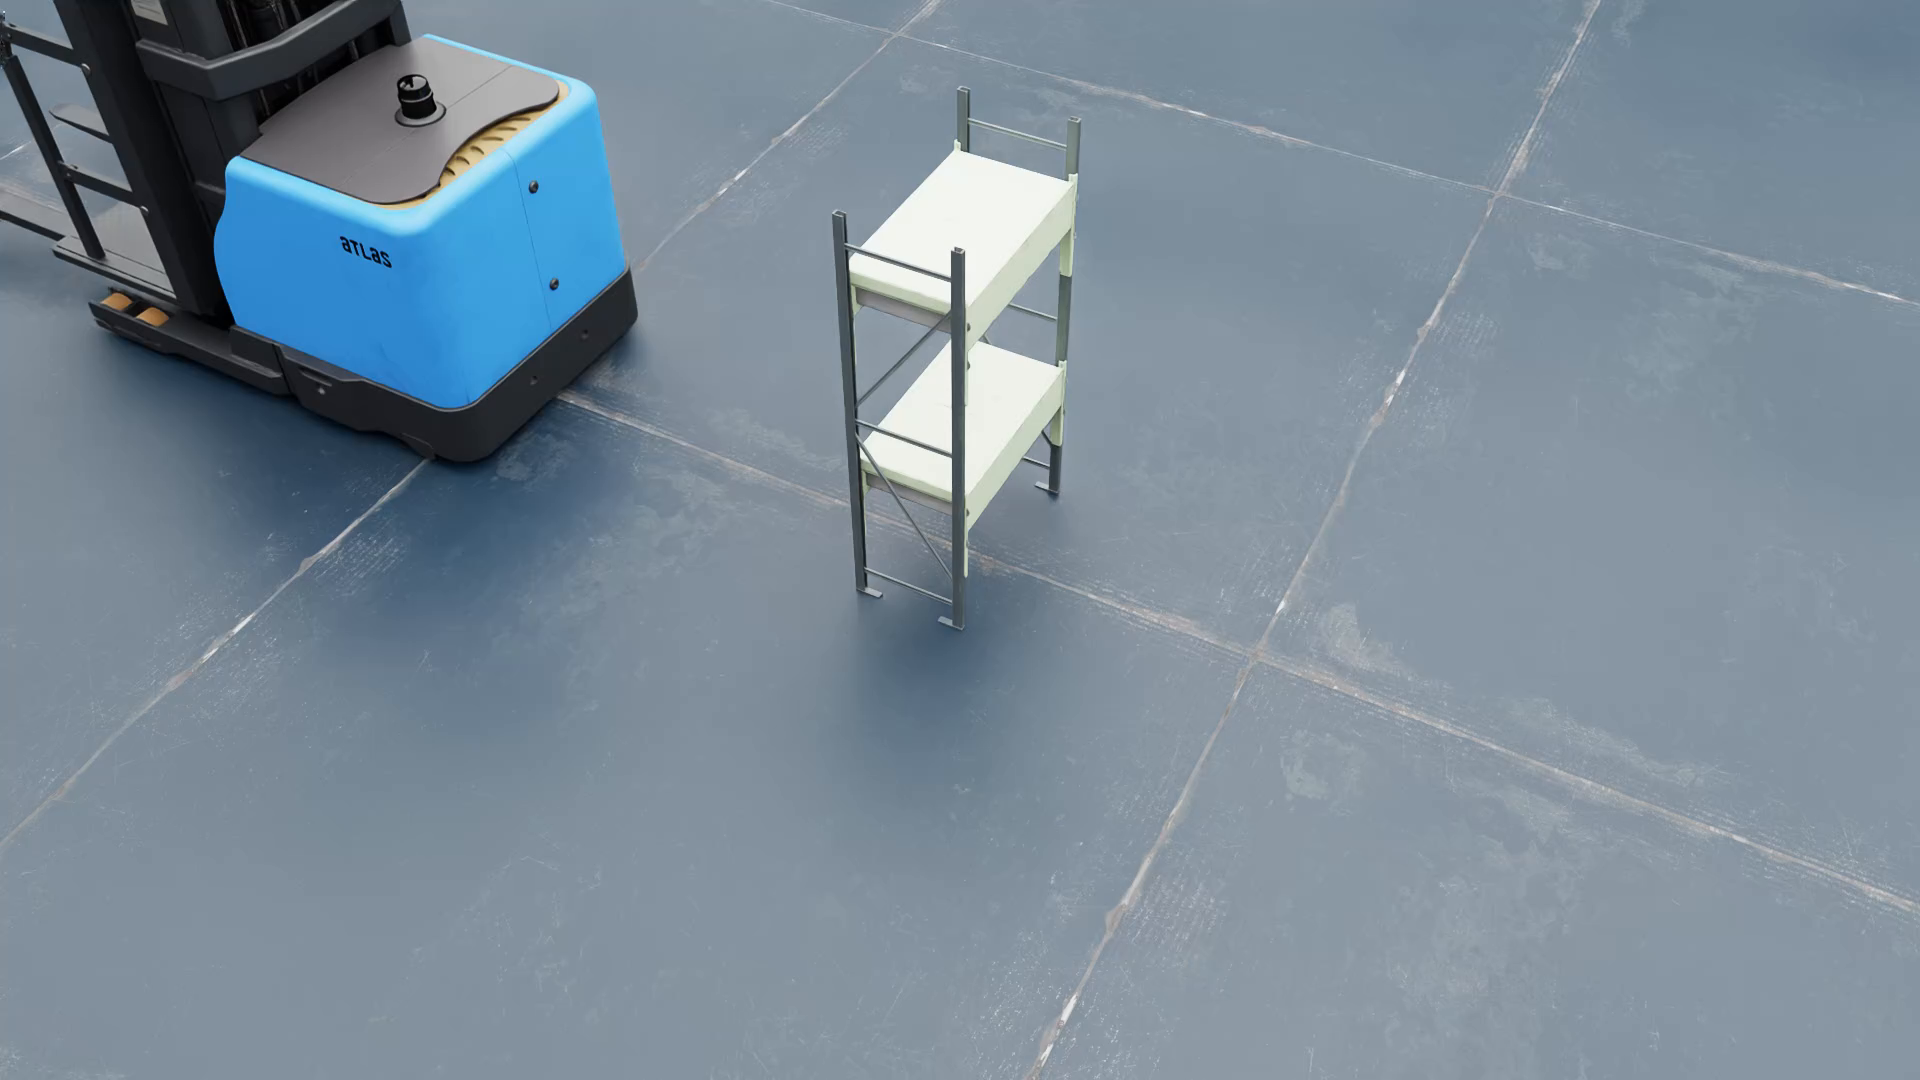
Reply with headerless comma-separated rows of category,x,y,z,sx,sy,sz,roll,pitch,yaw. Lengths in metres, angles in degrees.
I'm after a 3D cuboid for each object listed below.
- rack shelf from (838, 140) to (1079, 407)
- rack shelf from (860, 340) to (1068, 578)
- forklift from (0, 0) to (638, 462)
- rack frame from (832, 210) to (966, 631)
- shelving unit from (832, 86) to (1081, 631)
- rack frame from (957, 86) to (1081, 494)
rack shelf,0.003,-0.806,4.943,0.431,0.370,0.720,20,49,19
rack shelf,0.003,-0.302,5.453,0.431,0.370,0.720,20,49,19
forklift,-2.804,-2.073,5.738,3.031,2.935,1.130,21,49,20
rack frame,-0.167,-0.301,4.993,0.400,1.500,0.023,20,49,19
shelving unit,0.003,-0.531,5.221,0.431,1.500,0.755,20,49,19
rack frame,0.173,-0.762,5.449,0.400,1.500,0.023,20,49,19
